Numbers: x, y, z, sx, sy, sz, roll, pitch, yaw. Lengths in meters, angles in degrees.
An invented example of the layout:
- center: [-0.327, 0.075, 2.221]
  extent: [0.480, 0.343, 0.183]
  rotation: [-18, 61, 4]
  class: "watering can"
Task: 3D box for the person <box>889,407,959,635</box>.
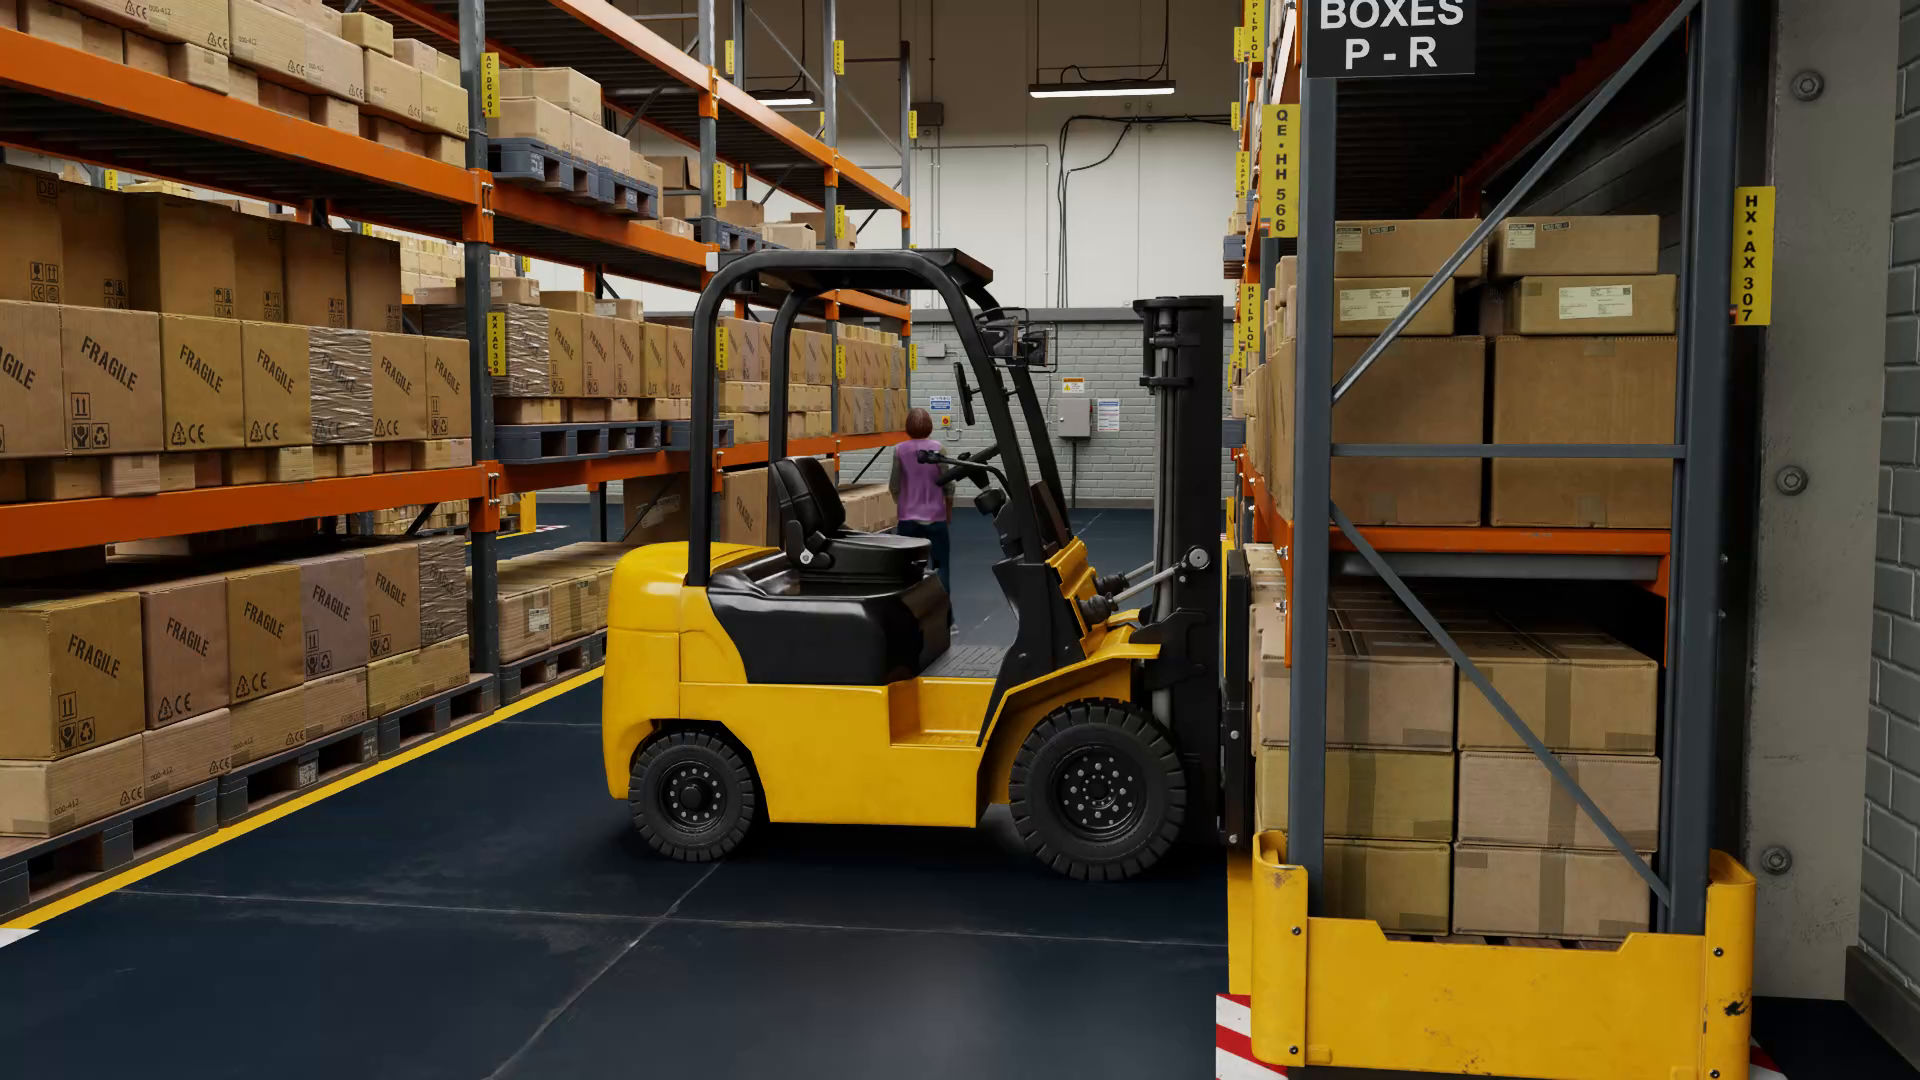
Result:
- center: [-0.256, -0.127, 11.637]
  extent: [0.477, 1.601, 0.388]
  rotation: [1, 5, 9]
  class: "person"
